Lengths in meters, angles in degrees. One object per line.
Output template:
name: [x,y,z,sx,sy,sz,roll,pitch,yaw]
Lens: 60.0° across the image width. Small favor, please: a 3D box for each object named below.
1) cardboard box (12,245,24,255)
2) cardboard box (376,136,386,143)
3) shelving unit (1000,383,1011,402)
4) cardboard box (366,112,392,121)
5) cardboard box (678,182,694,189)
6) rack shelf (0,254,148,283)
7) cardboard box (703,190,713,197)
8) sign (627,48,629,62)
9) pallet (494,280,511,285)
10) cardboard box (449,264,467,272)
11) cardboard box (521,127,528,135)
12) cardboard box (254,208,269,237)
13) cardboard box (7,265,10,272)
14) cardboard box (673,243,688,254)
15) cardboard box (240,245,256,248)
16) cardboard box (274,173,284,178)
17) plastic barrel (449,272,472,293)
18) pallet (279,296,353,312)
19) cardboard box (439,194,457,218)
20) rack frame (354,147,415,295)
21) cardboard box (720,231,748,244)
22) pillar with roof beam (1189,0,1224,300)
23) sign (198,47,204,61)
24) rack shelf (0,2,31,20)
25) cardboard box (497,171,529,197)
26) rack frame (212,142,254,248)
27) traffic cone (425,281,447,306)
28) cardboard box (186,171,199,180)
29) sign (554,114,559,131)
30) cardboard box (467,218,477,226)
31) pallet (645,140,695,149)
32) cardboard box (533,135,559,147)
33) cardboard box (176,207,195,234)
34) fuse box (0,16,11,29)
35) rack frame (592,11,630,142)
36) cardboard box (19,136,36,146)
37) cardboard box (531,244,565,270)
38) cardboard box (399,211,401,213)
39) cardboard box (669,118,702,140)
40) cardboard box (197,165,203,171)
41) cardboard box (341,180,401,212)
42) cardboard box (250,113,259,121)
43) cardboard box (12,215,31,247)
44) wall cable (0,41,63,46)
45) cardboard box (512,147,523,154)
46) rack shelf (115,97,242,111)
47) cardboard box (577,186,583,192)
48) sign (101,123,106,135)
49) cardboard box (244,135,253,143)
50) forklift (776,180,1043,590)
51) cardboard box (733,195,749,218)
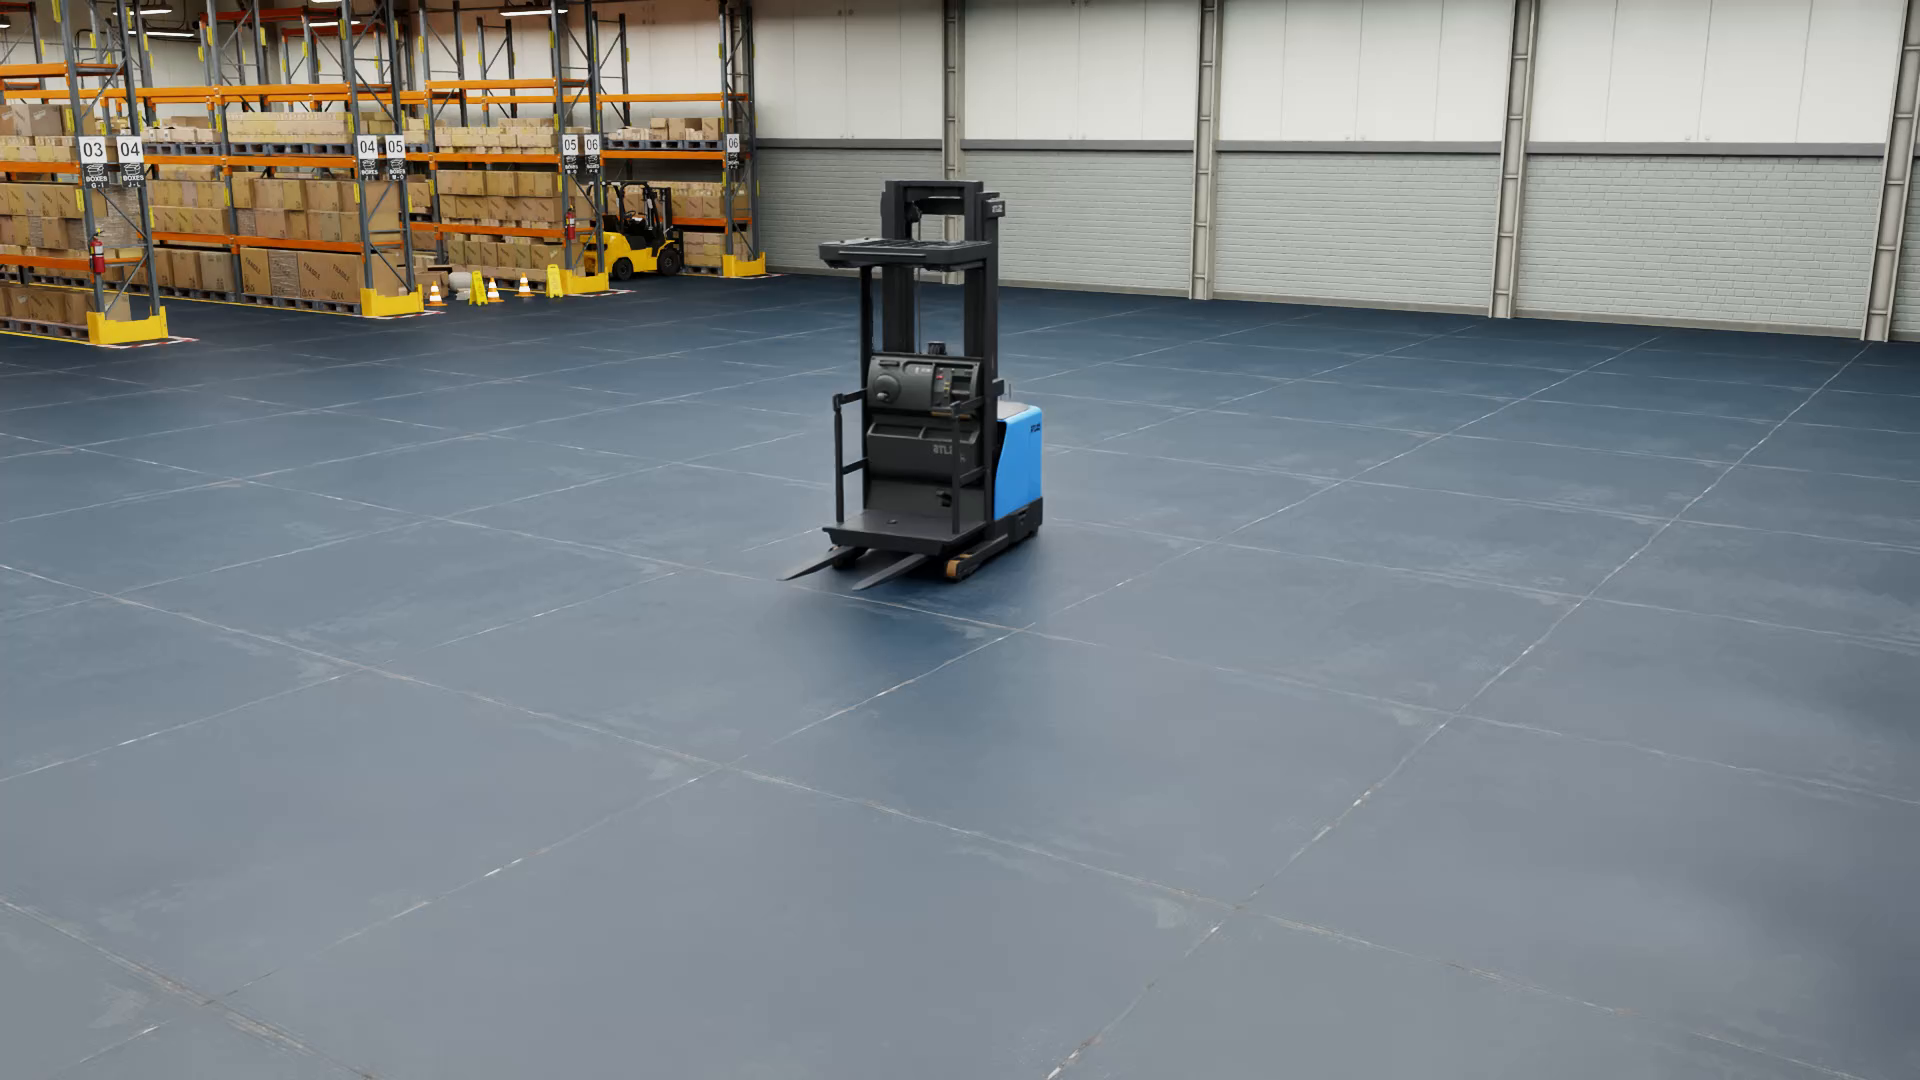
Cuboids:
cardboard box: [-15.398,-4.797,27.482,0.250,0.149,0.380,9,17,33]
cardboard box: [-10.595,-7.342,30.437,0.250,0.149,0.380,9,17,33]
shelving unit: [0.306,-0.750,14.356,0.189,1.200,0.258,6,15,22]
cardboard box: [-10.589,-7.727,30.334,0.250,0.149,0.380,9,17,33]
cardboard box: [-6.356,-8.267,38.801,0.250,0.149,0.380,10,17,34]
rack shelf: [-15.001,-4.589,27.615,4.000,0.370,1.077,9,17,33]
cardboard box: [-5.716,-8.018,38.414,0.250,0.149,0.380,9,17,34]
sign: [-8.033,-11.722,40.176,0.005,0.325,0.100,9,17,33]
pallet: [-10.553,-5.746,36.594,1.213,0.211,1.003,9,17,33]
cardboard box: [-10.791,-5.918,36.337,0.500,0.250,0.500,8,16,30]
cardboard box: [-8.852,-8.471,34.420,0.250,0.149,0.380,9,17,33]
cardboard box: [-13.027,-6.138,32.065,0.550,0.550,0.875,9,17,33]
cardboard box: [-21.131,-6.111,37.325,0.250,0.149,0.380,10,17,34]
cardboard box: [-6.472,-6.885,39.202,0.500,0.250,0.500,9,16,32]
cardboard box: [-17.209,-7.360,40.862,0.875,0.875,0.875,10,17,35]
cardboard box: [-15.863,-8.405,39.244,0.500,0.500,0.500,9,17,33]
plastic barrel: [-10.370,-5.370,34.637,0.512,0.421,0.421,-4,14,-16]
pallet: [-12.205,-4.547,31.752,1.213,0.211,1.003,9,17,33]
cardboard box: [-10.920,-7.261,36.084,0.500,0.500,0.500,9,17,33]
rack frame: [-10.490,-5.645,30.386,0.127,3.000,1.000,9,17,33]
cardboard box: [-5.337,-7.093,39.000,0.500,0.250,0.500,9,16,32]
pillar with roof beam: [2.436,-8.353,28.841,0.400,9.000,9.100,9,17,33]
sign: [-18.098,-11.590,39.643,0.005,0.325,0.100,9,17,33]
rack shelf: [-22.106,-11.699,36.936,4.000,0.370,1.077,9,17,33]
cardboard box: [-9.253,-7.466,34.834,0.500,0.500,0.700,9,16,32]
rack frame: [-17.768,-8.255,40.928,0.127,3.000,1.000,9,17,33]
traffic cone: [-10.138,-4.768,32.122,0.334,0.463,0.336,9,17,33]
cardboard box: [-18.730,-8.867,41.111,0.500,0.500,0.500,9,16,32]
sign: [-8.137,-8.424,33.524,0.005,0.325,0.100,9,17,33]
cardboard box: [-10.386,-6.861,35.819,0.250,0.149,0.380,10,17,35]
pallet: [-6.632,-9.313,39.142,1.213,0.211,1.003,9,17,33]
cardboard box: [-8.386,-8.188,34.109,0.500,0.250,0.500,9,16,32]
cardboard box: [-15.229,-6.382,33.155,0.500,0.500,0.500,9,17,33]
fuse box: [-25.898,-13.954,44.808,0.176,0.334,0.513,9,17,33]
rack frame: [-8.363,-11.085,39.874,0.127,3.000,1.000,9,17,33]
cardboard box: [-14.822,-6.398,26.665,0.250,0.149,0.380,8,16,30]
cardboard box: [-8.621,-5.934,34.841,0.500,0.500,0.500,9,17,33]
cardboard box: [-12.367,-7.378,37.033,0.250,0.149,0.380,9,17,33]
cardboard box: [-6.341,-9.561,38.671,0.500,0.500,0.700,9,17,33]
cardboard box: [-18.561,-9.174,41.002,0.250,0.149,0.380,9,17,33]
cardboard box: [-10.776,-6.300,30.470,0.550,0.550,0.875,9,17,33]
cardboard box: [-13.063,-7.937,31.181,0.250,0.149,0.380,9,16,32]
cardboard box: [-15.064,-5.130,27.478,0.500,0.500,0.875,9,17,33]
wall cable: [-25.542,-12.560,45.834,0.029,3.000,2.355,9,17,33]
cardboard box: [-9.095,-8.112,34.633,0.250,0.149,0.380,9,17,32]
rack shelf: [-19.428,-10.892,41.426,4.000,0.370,1.077,9,17,33]
cardboard box: [-9.168,-8.612,40.811,0.250,0.149,0.380,9,17,33]
sign: [-17.432,-8.317,33.861,0.005,0.325,0.100,9,17,33]
cardboard box: [-13.274,-7.583,31.414,0.250,0.149,0.380,9,17,33]
forklift: [-0.372,-1.227,12.678,1.130,2.935,3.031,6,15,24]
cardboard box: [-5.300,-7.806,38.908,0.500,0.500,0.500,10,17,35]
